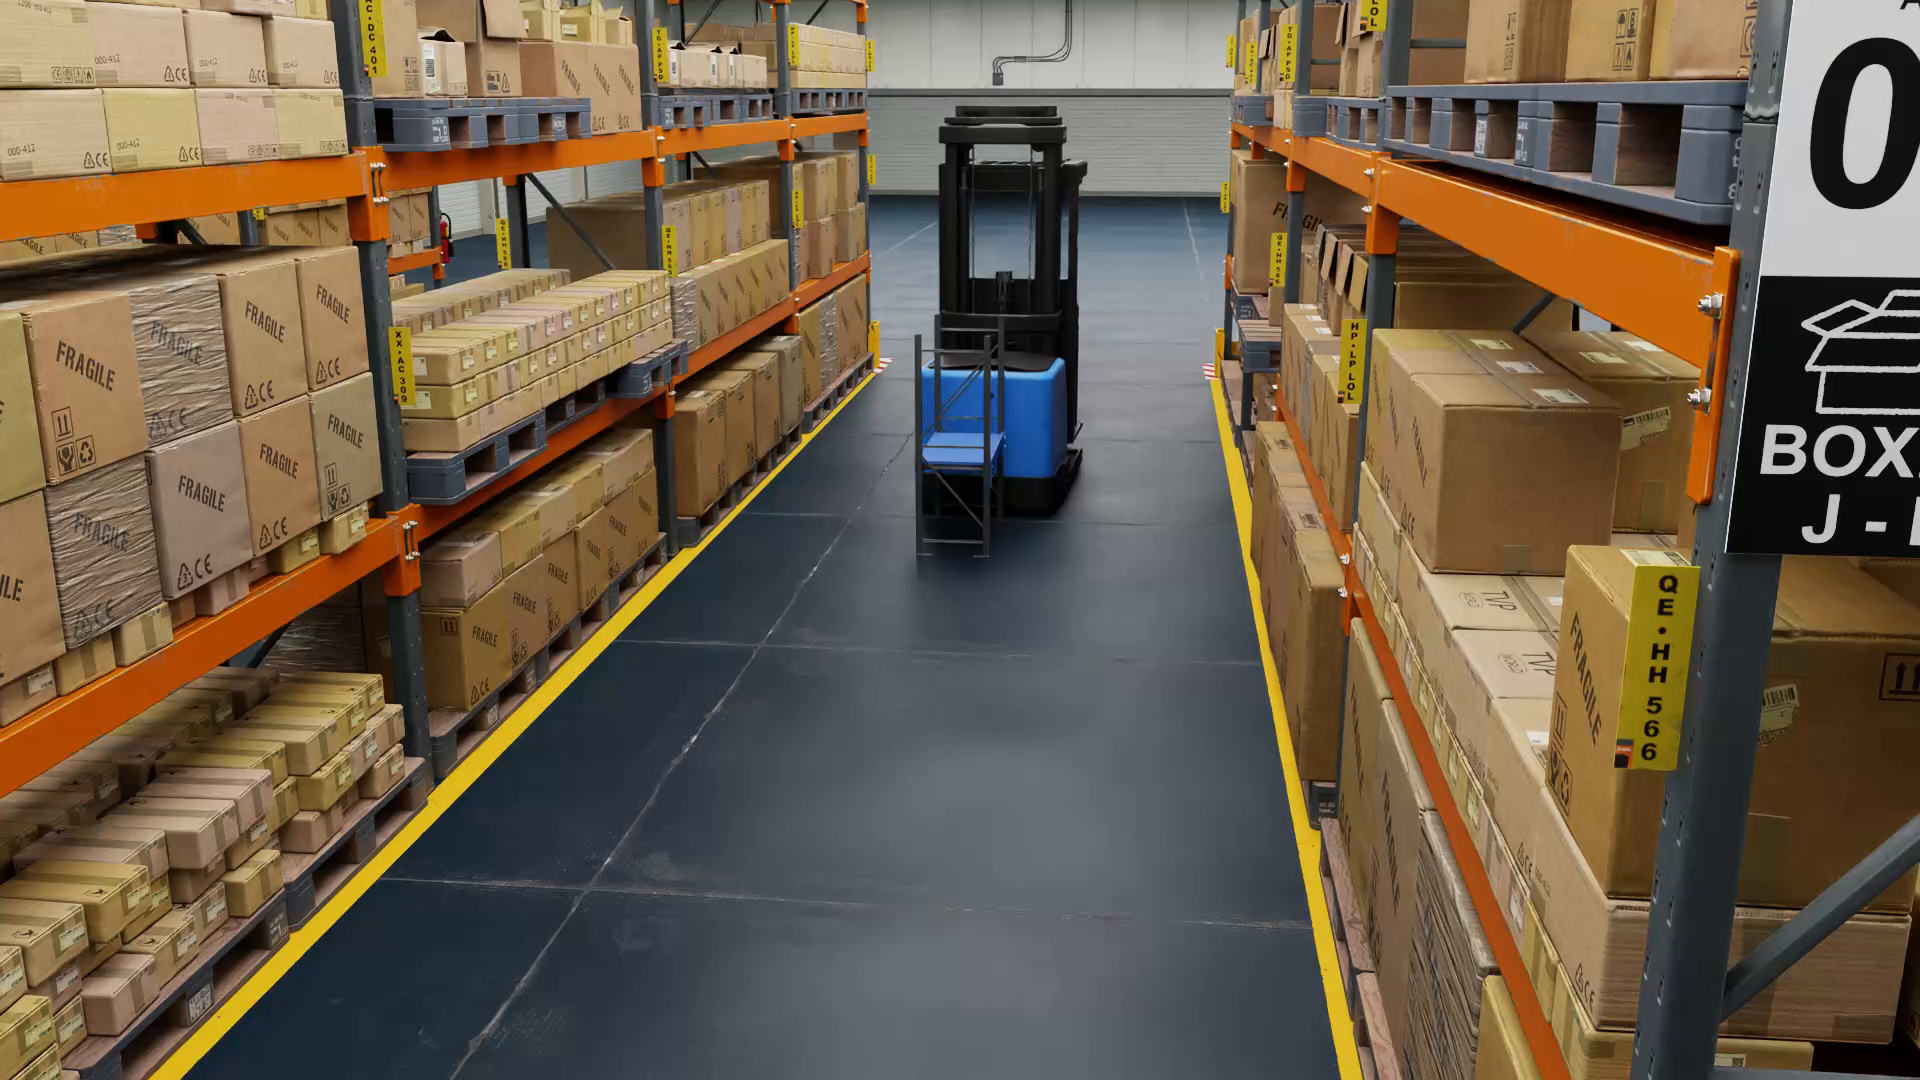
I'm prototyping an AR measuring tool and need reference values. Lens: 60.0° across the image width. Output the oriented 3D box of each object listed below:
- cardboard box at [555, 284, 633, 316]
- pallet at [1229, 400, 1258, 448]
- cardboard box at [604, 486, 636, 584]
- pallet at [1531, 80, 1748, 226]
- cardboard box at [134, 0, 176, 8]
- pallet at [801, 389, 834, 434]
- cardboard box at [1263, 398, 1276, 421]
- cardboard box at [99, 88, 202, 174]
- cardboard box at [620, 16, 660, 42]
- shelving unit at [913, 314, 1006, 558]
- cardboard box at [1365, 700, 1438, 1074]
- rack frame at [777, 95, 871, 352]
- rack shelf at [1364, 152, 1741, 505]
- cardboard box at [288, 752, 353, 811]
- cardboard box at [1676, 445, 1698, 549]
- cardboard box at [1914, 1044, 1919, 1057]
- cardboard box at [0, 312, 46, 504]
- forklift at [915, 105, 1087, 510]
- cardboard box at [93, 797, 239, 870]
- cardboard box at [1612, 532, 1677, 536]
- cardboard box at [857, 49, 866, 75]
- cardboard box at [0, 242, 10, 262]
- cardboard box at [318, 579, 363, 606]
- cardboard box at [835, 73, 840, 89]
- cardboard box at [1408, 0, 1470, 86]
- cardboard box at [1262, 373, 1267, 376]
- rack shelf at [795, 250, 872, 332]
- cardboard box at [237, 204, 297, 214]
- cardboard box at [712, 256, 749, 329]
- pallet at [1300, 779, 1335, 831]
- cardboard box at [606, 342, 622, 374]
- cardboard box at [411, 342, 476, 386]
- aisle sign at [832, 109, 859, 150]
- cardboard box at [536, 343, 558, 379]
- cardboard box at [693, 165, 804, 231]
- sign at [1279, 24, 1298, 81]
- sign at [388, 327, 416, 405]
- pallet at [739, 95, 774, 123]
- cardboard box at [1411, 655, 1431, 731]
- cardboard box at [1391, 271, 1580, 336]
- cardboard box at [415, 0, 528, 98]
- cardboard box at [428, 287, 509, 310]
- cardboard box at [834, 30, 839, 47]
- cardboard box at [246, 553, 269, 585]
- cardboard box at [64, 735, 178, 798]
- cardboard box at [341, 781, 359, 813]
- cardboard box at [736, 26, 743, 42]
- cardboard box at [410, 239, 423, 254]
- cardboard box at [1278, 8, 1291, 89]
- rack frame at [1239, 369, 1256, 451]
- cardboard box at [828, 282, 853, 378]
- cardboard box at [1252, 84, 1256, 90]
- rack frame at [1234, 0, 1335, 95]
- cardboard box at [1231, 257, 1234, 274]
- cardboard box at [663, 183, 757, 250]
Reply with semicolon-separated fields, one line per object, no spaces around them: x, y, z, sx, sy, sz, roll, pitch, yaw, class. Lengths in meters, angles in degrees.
-2.105;-1.384;9.571;0.380;0.149;0.250;2;15;8;cardboard box
2.990;-1.053;15.150;1.003;0.211;1.213;2;15;6;pallet
-2.296;-0.041;10.053;0.500;0.500;0.500;2;15;9;cardboard box
1.669;-0.709;2.961;1.003;0.211;1.213;2;15;6;pallet
-2.743;-1.770;5.282;0.380;0.149;0.250;1;15;4;cardboard box
-1.804;-1.245;15.860;1.003;0.211;1.213;2;15;6;pallet
2.724;-0.802;12.828;0.700;0.500;0.500;0;15;1;cardboard box
-2.782;-1.300;5.265;0.500;0.250;0.500;2;15;6;cardboard box
-2.501;-3.565;12.164;0.500;0.500;0.500;2;15;6;cardboard box
0.010;-0.746;11.548;0.538;1.500;1.048;2;15;6;shelving unit
1.791;1.077;5.200;0.875;0.875;0.875;2;15;6;cardboard box
-1.516;-3.433;18.612;1.000;3.000;0.127;2;15;6;rack frame
1.821;-0.731;4.249;1.077;0.370;4.000;2;15;6;rack shelf
-2.621;0.941;6.524;0.380;0.149;0.250;1;15;4;cardboard box
2.027;0.075;3.919;0.500;0.500;0.500;1;15;5;cardboard box
1.963;0.928;2.965;0.380;0.149;0.250;2;15;7;cardboard box
-2.876;-0.332;4.466;0.500;0.500;0.500;1;15;5;cardboard box
0.419;-1.975;13.349;1.130;2.935;3.031;3;15;9;forklift
-2.726;1.006;5.713;0.380;0.149;0.250;1;15;4;cardboard box
2.202;0.037;5.497;0.500;0.250;0.500;2;15;8;cardboard box
-1.294;-5.068;17.633;0.500;0.250;0.500;2;15;7;cardboard box
-7.068;-1.982;11.681;0.500;0.500;0.500;1;15;5;cardboard box
-3.037;0.120;8.018;0.500;0.250;0.500;1;15;5;cardboard box
-1.389;-4.519;16.367;0.380;0.149;0.250;2;15;7;cardboard box
2.102;-1.998;6.563;0.700;0.500;0.500;2;15;8;cardboard box
3.091;-1.471;15.339;0.500;0.500;0.500;7;17;24;cardboard box
-1.742;-2.567;16.788;1.077;0.370;4.000;2;15;6;rack shelf
-6.632;-3.298;15.434;0.700;0.500;0.500;2;15;6;cardboard box
-1.930;-1.907;12.776;0.500;0.500;0.500;2;15;6;cardboard box
2.059;0.995;7.577;1.003;0.211;1.213;2;15;6;pallet
-2.137;-1.033;9.412;0.380;0.149;0.250;1;15;4;cardboard box
-2.369;-0.778;7.330;0.380;0.149;0.250;2;15;9;cardboard box
-1.210;-4.698;18.308;0.394;0.787;0.004;2;15;6;aisle sign
-2.256;-0.906;8.374;0.380;0.149;0.250;2;15;9;cardboard box
-1.892;-3.084;14.965;0.875;0.550;0.550;2;15;6;cardboard box
1.959;-2.900;9.904;0.100;0.325;0.005;2;15;6;sign
-2.330;-0.725;6.937;0.100;0.325;0.005;2;15;6;sign
-2.022;-3.512;13.524;0.805;0.209;1.217;1;15;4;pallet
1.509;0.444;4.755;0.380;0.149;0.250;1;15;5;cardboard box
2.111;-0.847;6.934;0.797;0.503;0.637;1;15;5;cardboard box
-2.565;-2.418;8.110;0.797;0.503;0.637;1;15;6;cardboard box
-2.782;-1.341;9.410;0.380;0.149;0.250;2;15;9;cardboard box
-1.389;-4.903;16.258;0.380;0.149;0.250;2;15;7;cardboard box
-2.777;0.084;6.087;0.380;0.149;0.250;1;15;5;cardboard box
-3.191;0.854;6.276;0.380;0.149;0.250;1;15;5;cardboard box
-2.688;1.029;6.766;0.380;0.149;0.250;2;15;8;cardboard box
-2.185;-4.593;15.113;0.380;0.149;0.250;2;15;6;cardboard box
-6.194;-3.259;18.450;0.380;0.149;0.250;2;15;6;cardboard box
2.350;-3.188;10.809;0.500;0.500;0.500;2;15;6;cardboard box
2.949;-2.223;14.138;1.000;3.000;0.127;2;15;6;rack frame
-1.624;-2.204;17.333;0.875;0.875;0.875;1;15;5;cardboard box
2.762;-4.018;14.554;0.380;0.149;0.250;1;15;3;cardboard box
3.401;-6.157;17.192;1.000;3.000;0.127;2;15;6;rack frame
2.866;-2.686;16.332;0.380;0.149;0.250;2;15;6;cardboard box
-2.074;-2.664;13.661;0.700;0.500;0.500;1;15;5;cardboard box
